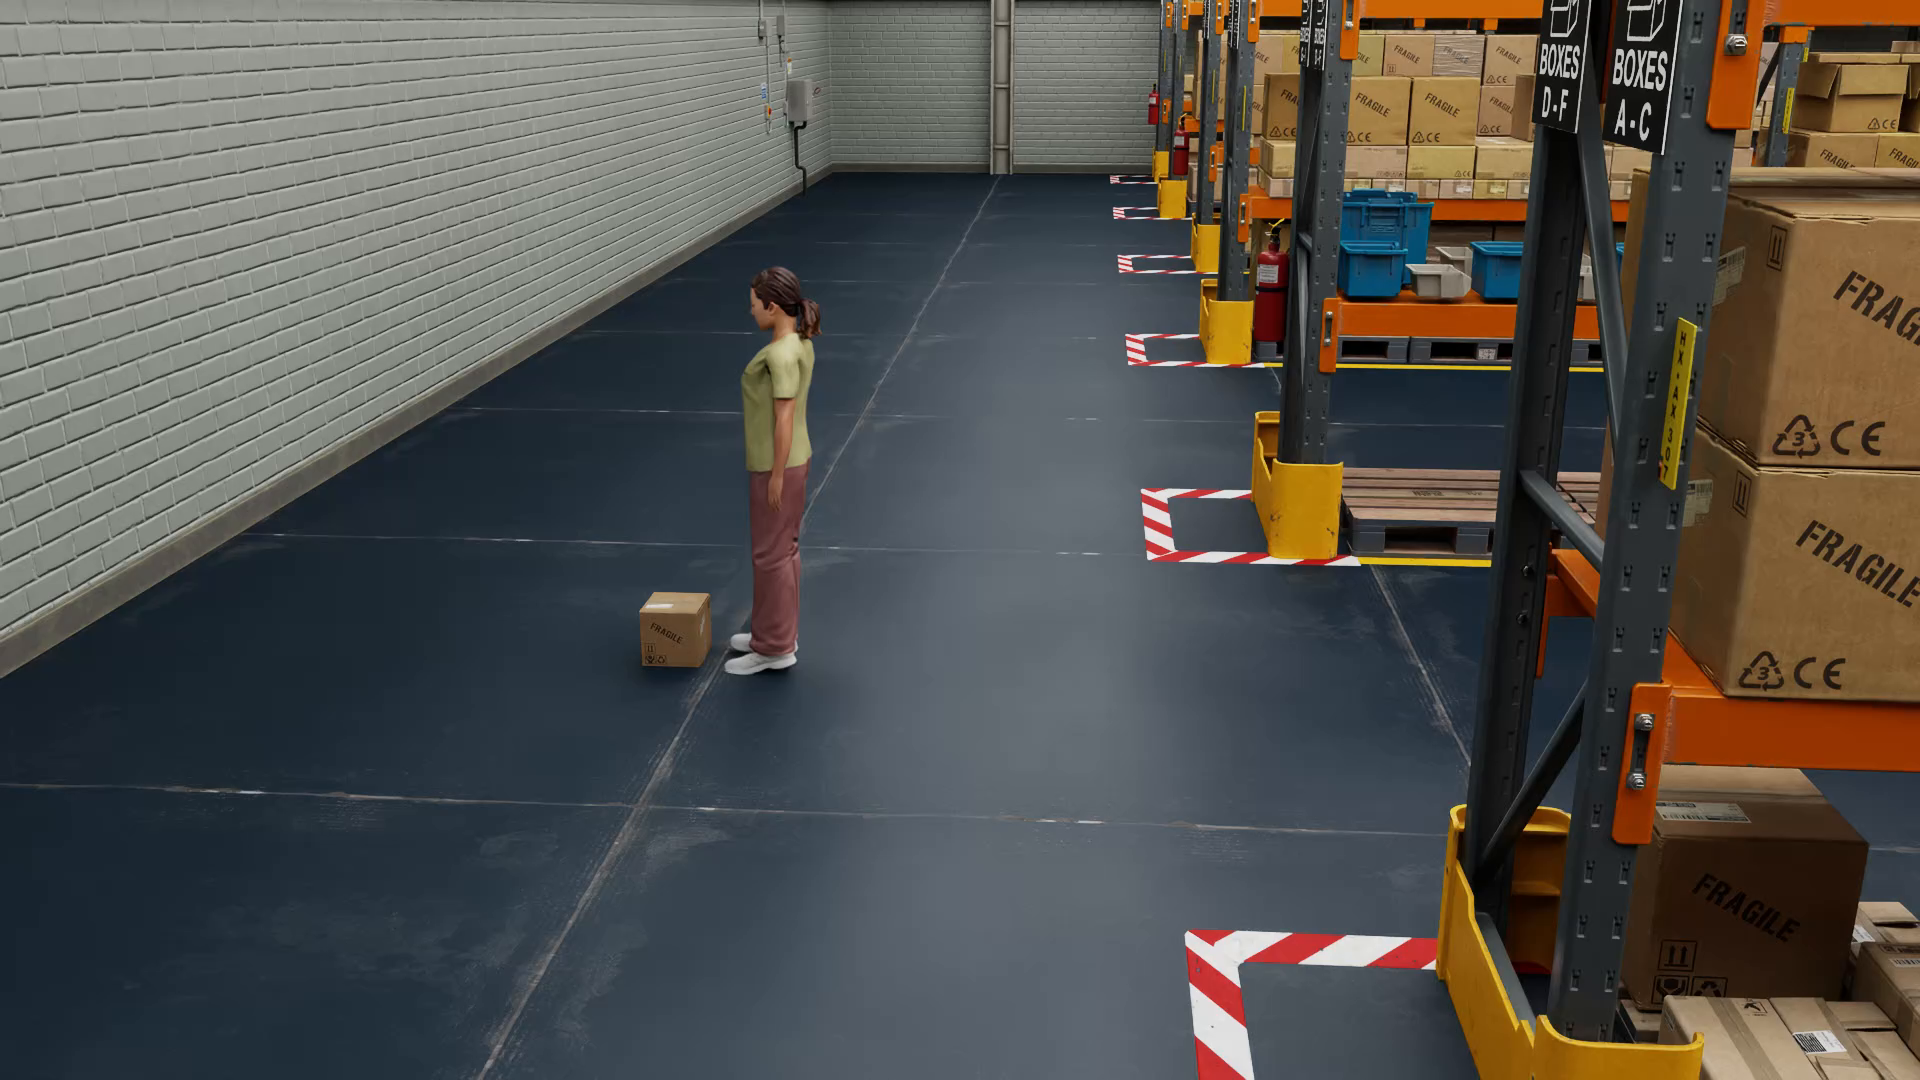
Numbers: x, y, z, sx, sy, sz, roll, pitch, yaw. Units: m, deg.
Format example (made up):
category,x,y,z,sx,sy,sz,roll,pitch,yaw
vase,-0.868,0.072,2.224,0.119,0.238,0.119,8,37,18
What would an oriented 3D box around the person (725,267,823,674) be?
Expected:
category,x,y,z,sx,sy,sz,roll,pitch,yaw
person,-0.784,-0.288,6.945,0.460,1.704,0.455,1,18,4
